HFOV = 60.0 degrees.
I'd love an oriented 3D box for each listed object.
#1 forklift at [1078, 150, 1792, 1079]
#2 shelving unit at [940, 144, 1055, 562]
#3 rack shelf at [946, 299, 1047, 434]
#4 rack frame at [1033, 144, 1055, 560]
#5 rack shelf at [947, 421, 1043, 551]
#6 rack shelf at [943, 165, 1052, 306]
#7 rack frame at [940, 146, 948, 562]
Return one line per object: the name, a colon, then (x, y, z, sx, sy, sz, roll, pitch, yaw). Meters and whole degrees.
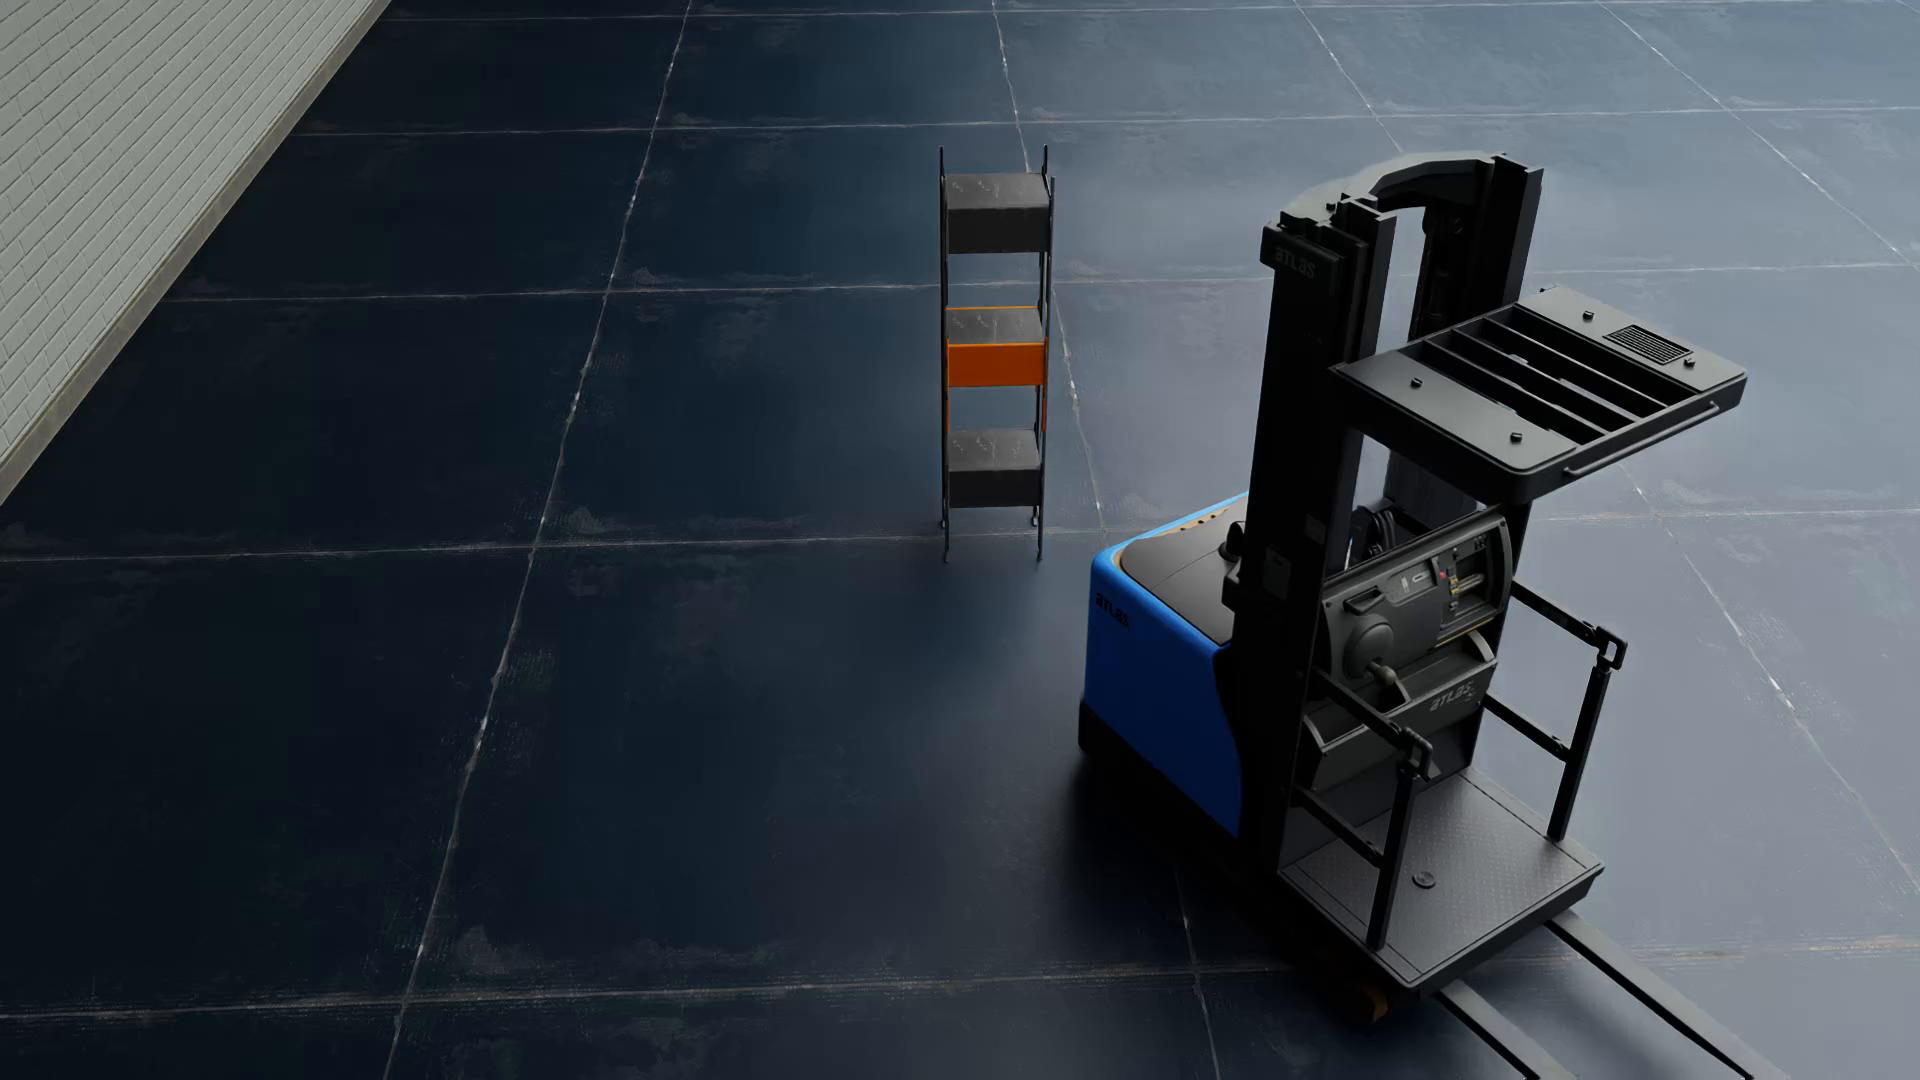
forklift: (1.763, 0.278, 5.809, 1.130, 2.935, 3.031, -21, 40, -27)
shelving unit: (0.165, -0.868, 8.195, 0.503, 2.100, 0.431, -2, 35, -2)
rack shelf: (0.165, -0.857, 8.203, 0.480, 0.518, 0.431, -2, 35, -2)
rack frame: (0.409, -0.874, 8.205, 0.015, 2.100, 0.400, -2, 35, -2)
rack shelf: (0.165, -0.281, 8.601, 0.480, 0.518, 0.431, -2, 35, -2)
rack shelf: (0.165, -1.432, 7.805, 0.480, 0.518, 0.431, -2, 35, -2)
rack frame: (-0.078, -0.861, 8.186, 0.015, 2.100, 0.400, -2, 35, -2)
